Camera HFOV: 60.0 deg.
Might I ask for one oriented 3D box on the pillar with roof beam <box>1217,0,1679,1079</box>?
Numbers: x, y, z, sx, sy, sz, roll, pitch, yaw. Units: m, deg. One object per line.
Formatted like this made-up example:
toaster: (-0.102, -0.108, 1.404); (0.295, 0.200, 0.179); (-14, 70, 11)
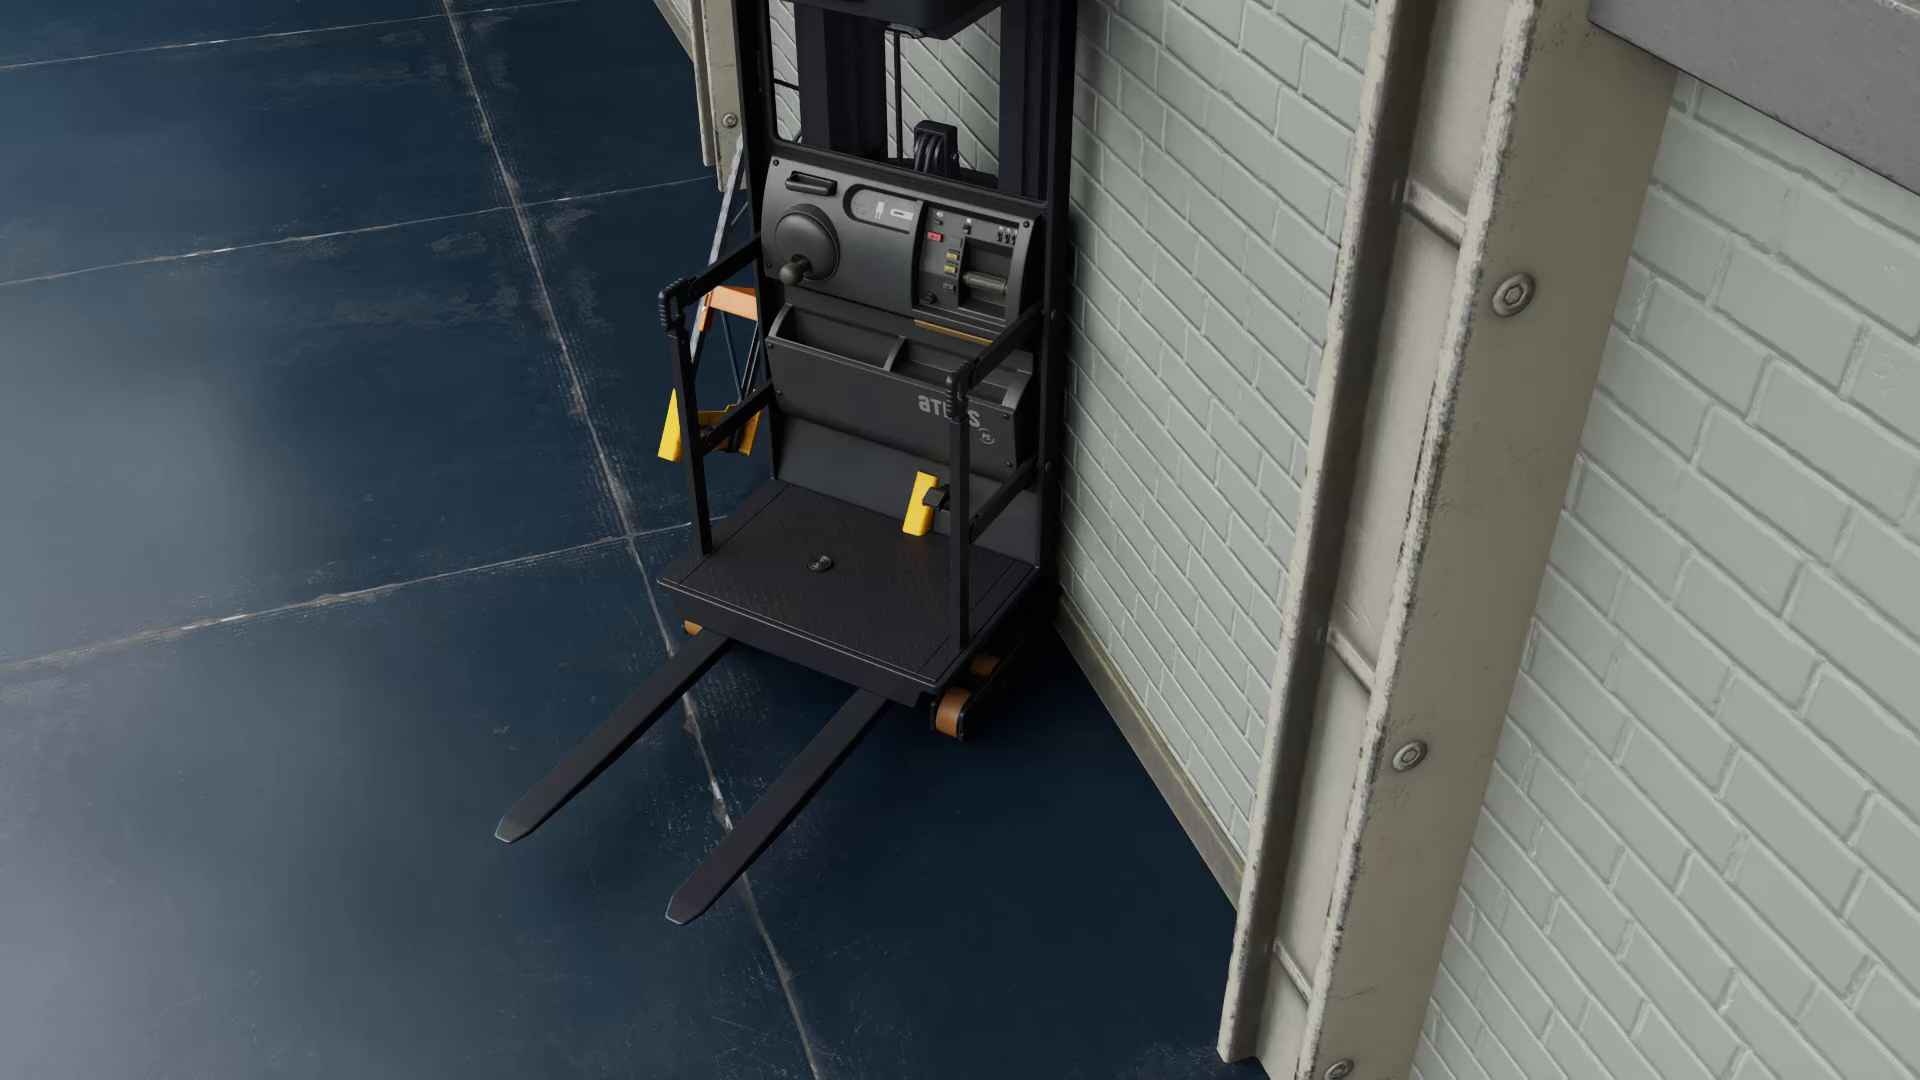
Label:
pillar with roof beam: (-3.145, -1.267, 0.453); (9.100, 9.000, 0.400); (-12, 39, -16)

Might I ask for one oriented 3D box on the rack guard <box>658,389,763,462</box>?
rack guard: (-0.925, -0.438, 6.258); (0.087, 0.250, 0.587); (19, 12, 19)

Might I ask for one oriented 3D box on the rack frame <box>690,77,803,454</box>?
rack frame: (-0.782, -1.036, 6.144); (0.032, 1.500, 0.500); (19, 12, 19)

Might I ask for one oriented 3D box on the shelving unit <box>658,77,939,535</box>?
shelving unit: (-0.320, -0.876, 5.974); (1.083, 1.500, 0.587); (19, 12, 19)

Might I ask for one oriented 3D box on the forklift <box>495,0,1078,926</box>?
forklift: (-0.304, -0.843, 4.933); (1.130, 2.935, 3.031); (19, 41, 23)

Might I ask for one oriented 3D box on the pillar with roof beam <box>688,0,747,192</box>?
pillar with roof beam: (-5.210, -4.657, 4.953); (9.100, 9.000, 0.400); (-12, 39, -16)

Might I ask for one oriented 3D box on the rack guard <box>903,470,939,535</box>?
rack guard: (-0.036, -0.130, 5.932); (0.087, 0.250, 0.587); (19, 12, 19)

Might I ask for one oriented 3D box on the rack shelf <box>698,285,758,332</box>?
rack shelf: (-0.374, -0.709, 6.012); (1.000, 0.185, 0.538); (19, 12, 19)
